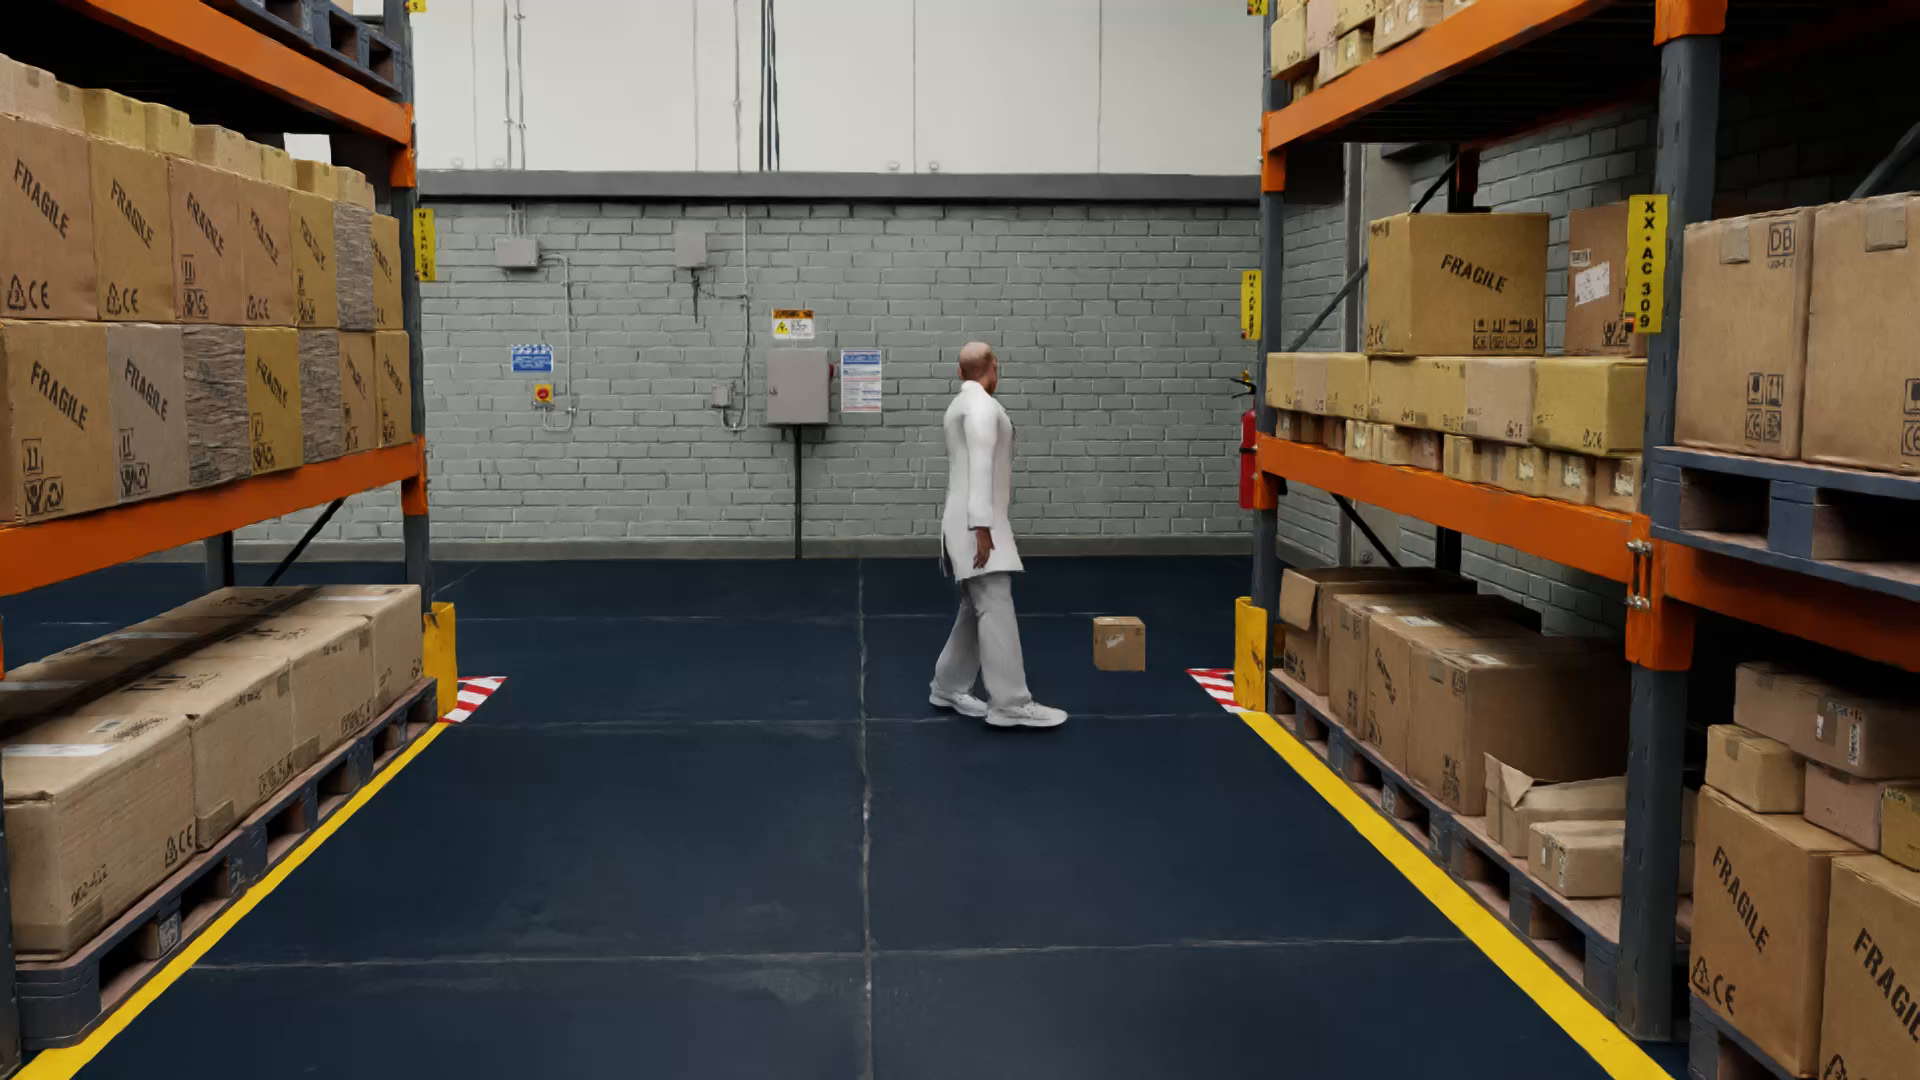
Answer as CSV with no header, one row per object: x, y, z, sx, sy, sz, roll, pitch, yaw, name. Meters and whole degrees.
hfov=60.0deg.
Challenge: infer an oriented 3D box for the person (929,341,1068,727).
0.169,-0.034,7.728,0.619,1.774,0.682,0,7,-3,person
